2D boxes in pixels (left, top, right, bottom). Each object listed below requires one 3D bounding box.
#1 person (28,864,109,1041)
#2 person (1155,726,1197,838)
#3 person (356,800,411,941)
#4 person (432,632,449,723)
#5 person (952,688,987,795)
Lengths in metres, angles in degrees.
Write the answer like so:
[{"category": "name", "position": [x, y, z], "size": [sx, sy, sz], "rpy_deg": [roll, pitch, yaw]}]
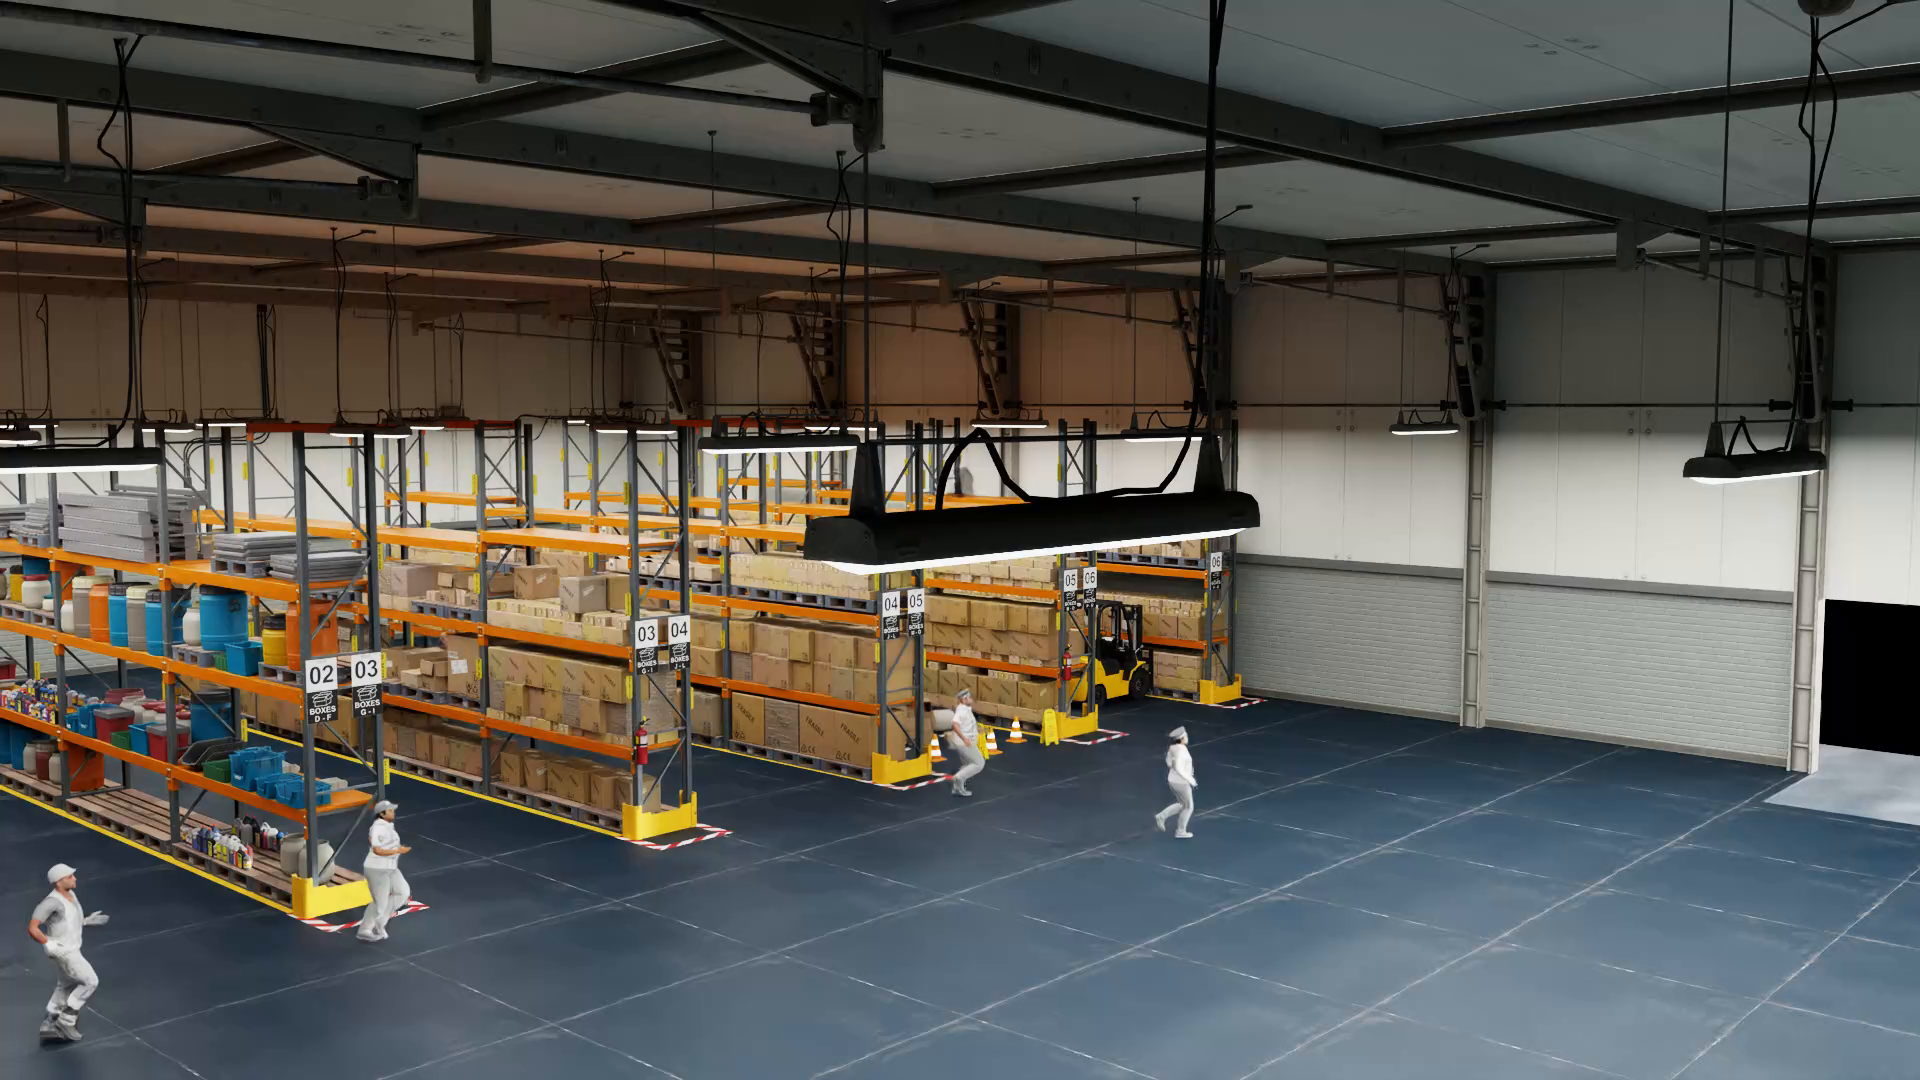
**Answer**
[{"category": "person", "position": [-8.836, 4.099, 16.530], "size": [0.644, 1.784, 0.652], "rpy_deg": [-1, 5, -16]}, {"category": "person", "position": [3.167, 3.531, 24.177], "size": [0.580, 1.649, 0.600], "rpy_deg": [-1, 5, -12]}, {"category": "person", "position": [-6.808, 3.912, 19.726], "size": [0.636, 1.656, 0.594], "rpy_deg": [-1, 5, -6]}, {"category": "person", "position": [-10.251, 2.739, 33.196], "size": [0.773, 1.800, 0.673], "rpy_deg": [3, 5, 31]}, {"category": "person", "position": [0.152, 3.264, 26.891], "size": [0.590, 1.744, 0.654], "rpy_deg": [0, 5, -5]}]
